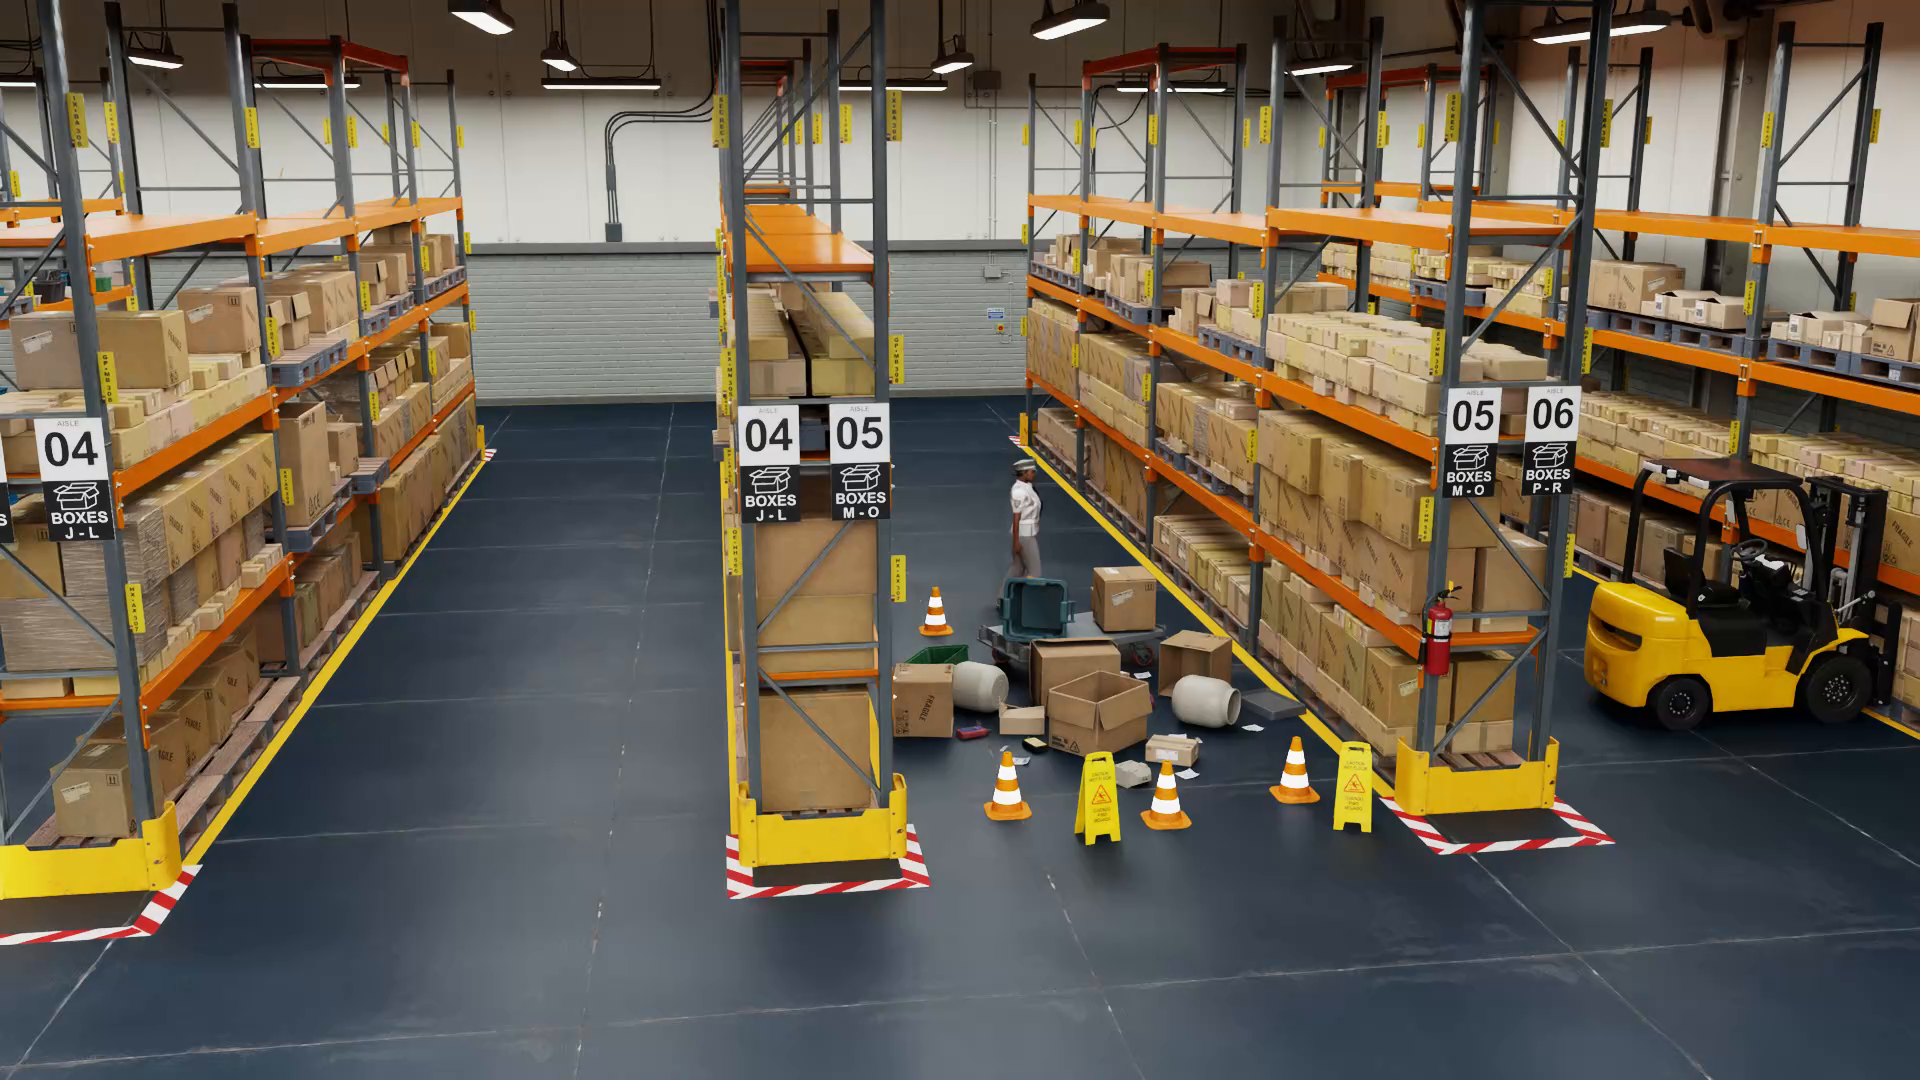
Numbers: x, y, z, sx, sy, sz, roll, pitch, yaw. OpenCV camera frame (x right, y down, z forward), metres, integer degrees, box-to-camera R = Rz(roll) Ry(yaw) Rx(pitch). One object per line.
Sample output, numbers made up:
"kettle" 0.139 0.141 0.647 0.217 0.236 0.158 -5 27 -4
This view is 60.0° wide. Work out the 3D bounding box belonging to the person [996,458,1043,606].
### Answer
"person" 0.734 -0.040 17.623 0.719 1.654 0.479 2 13 9
